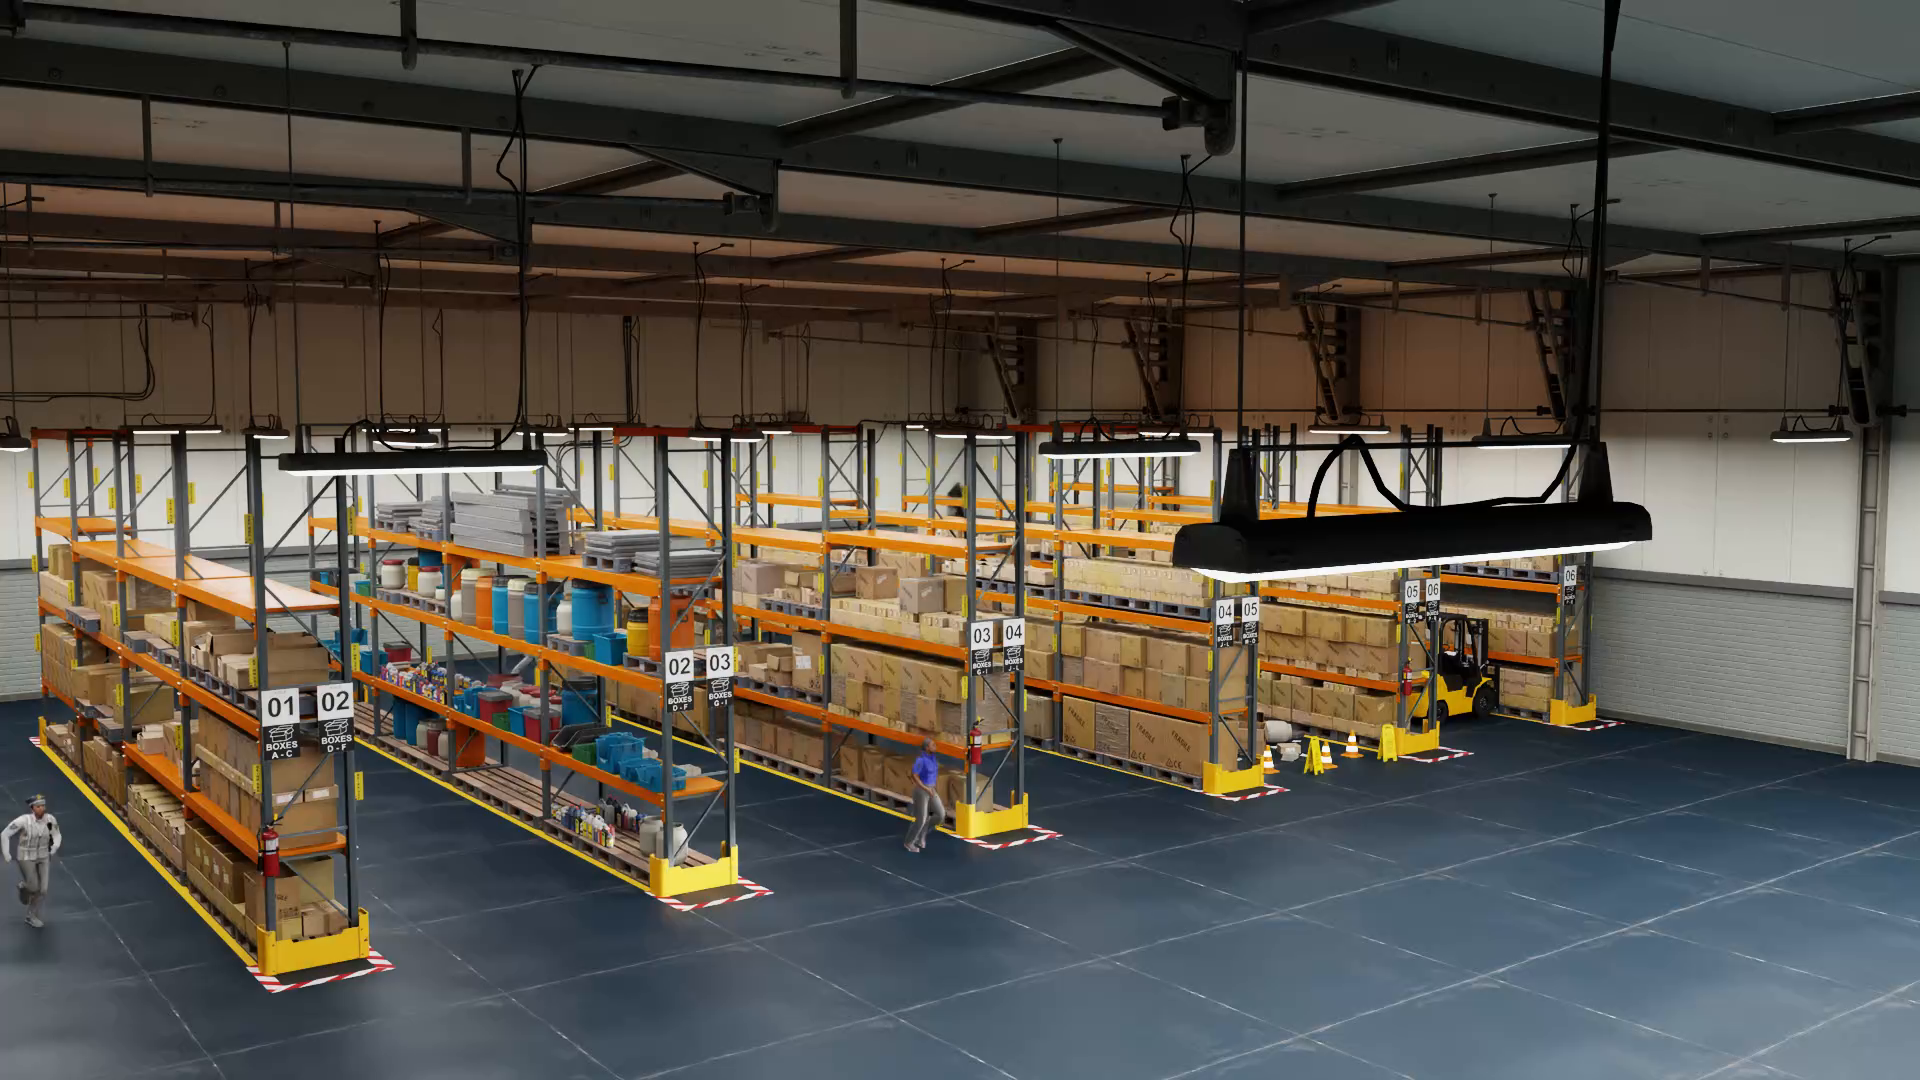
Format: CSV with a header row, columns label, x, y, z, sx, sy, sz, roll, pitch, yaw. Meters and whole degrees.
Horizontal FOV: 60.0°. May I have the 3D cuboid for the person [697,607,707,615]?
label,x,y,z,sx,sy,sz,roll,pitch,yaw
person,-6.349,2.249,40.737,0.690,1.724,0.615,3,5,35

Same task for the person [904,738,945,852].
label,x,y,z,sx,sy,sz,roll,pitch,yaw
person,-0.458,3.656,23.972,0.558,1.599,0.637,3,5,33

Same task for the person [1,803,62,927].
label,x,y,z,sx,sy,sz,roll,pitch,yaw
person,-11.381,3.954,20.440,0.640,1.590,0.653,4,6,39

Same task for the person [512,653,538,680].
label,x,y,z,sx,sy,sz,roll,pitch,yaw
person,-4.230,0.213,20.505,8.519,8.991,38.038,-2,5,-20
